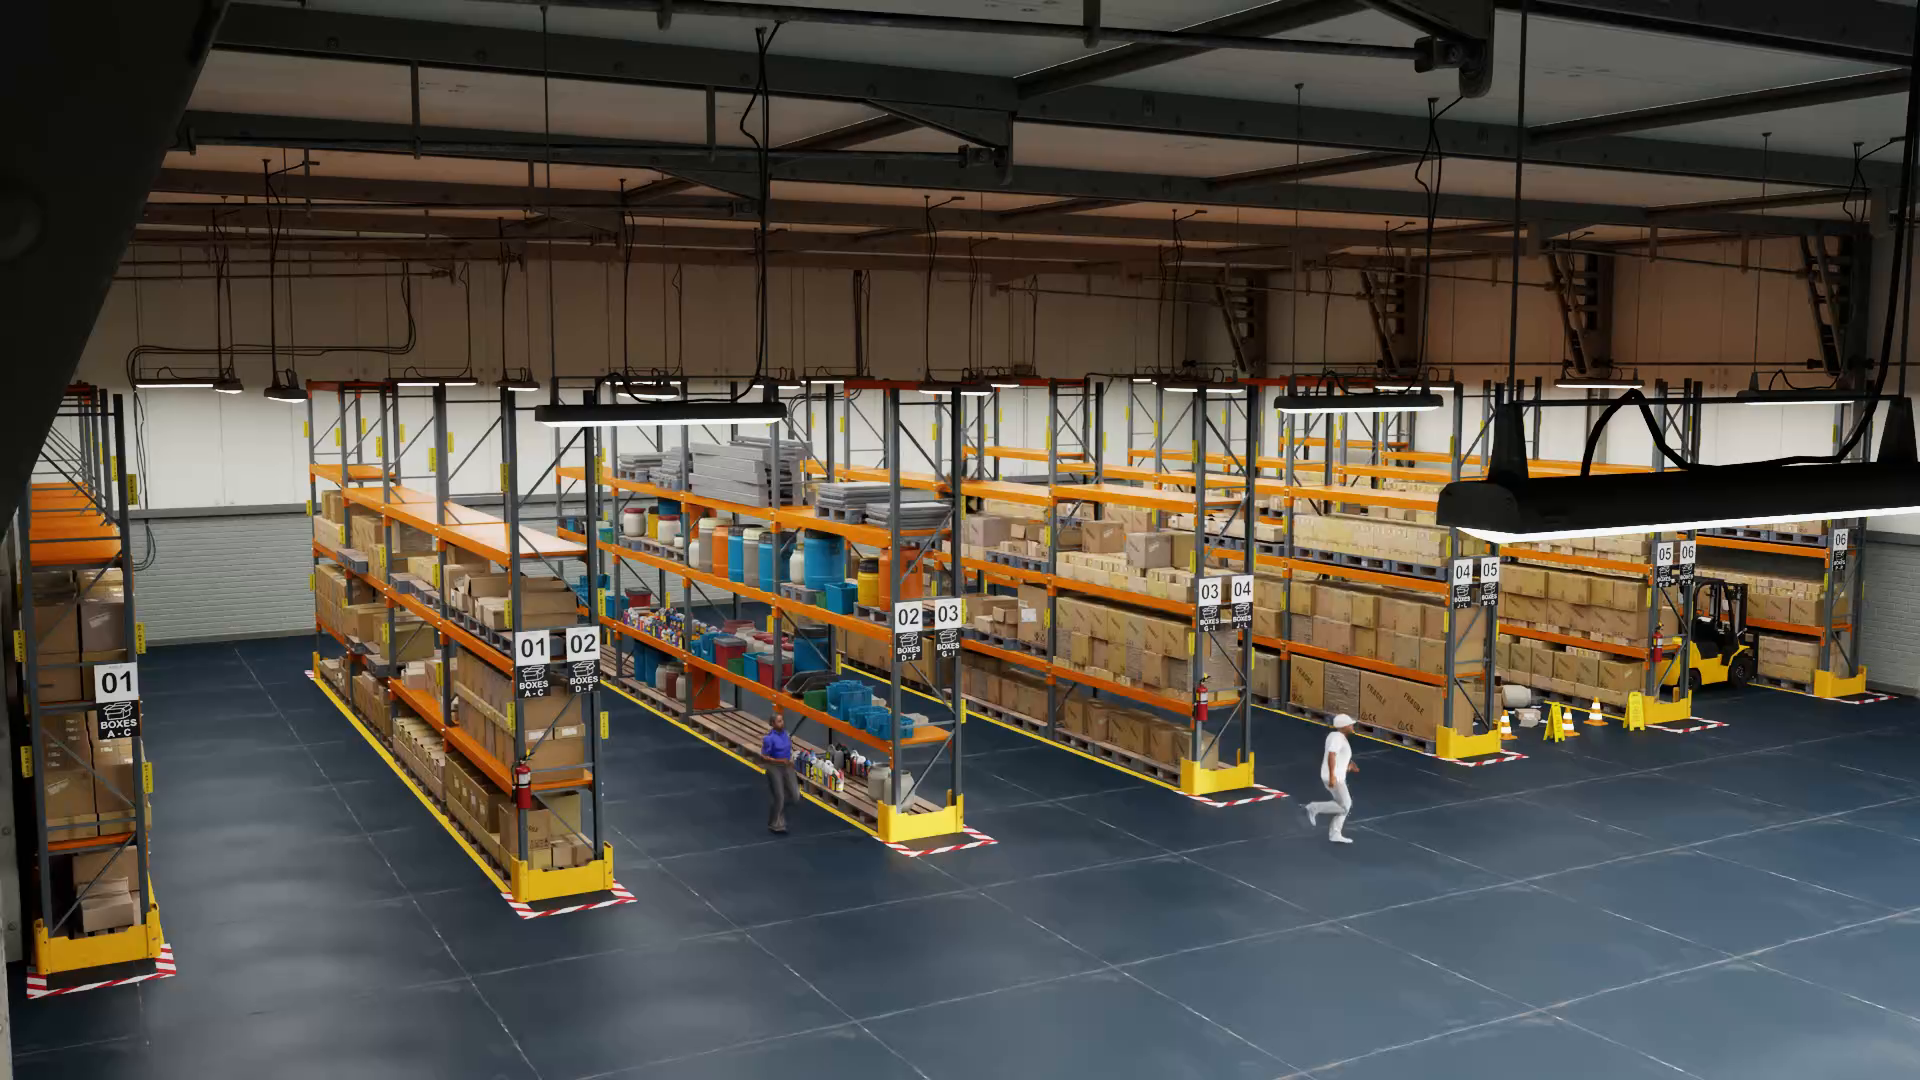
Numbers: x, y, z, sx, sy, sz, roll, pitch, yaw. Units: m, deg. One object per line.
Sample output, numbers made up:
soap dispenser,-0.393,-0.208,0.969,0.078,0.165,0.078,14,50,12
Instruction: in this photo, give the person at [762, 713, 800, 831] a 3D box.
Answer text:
person,-2.382,3.137,22.437,0.548,1.613,0.565,5,8,40

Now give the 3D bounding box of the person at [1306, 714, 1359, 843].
person,4.938,3.160,22.023,0.698,1.717,0.741,1,6,6
